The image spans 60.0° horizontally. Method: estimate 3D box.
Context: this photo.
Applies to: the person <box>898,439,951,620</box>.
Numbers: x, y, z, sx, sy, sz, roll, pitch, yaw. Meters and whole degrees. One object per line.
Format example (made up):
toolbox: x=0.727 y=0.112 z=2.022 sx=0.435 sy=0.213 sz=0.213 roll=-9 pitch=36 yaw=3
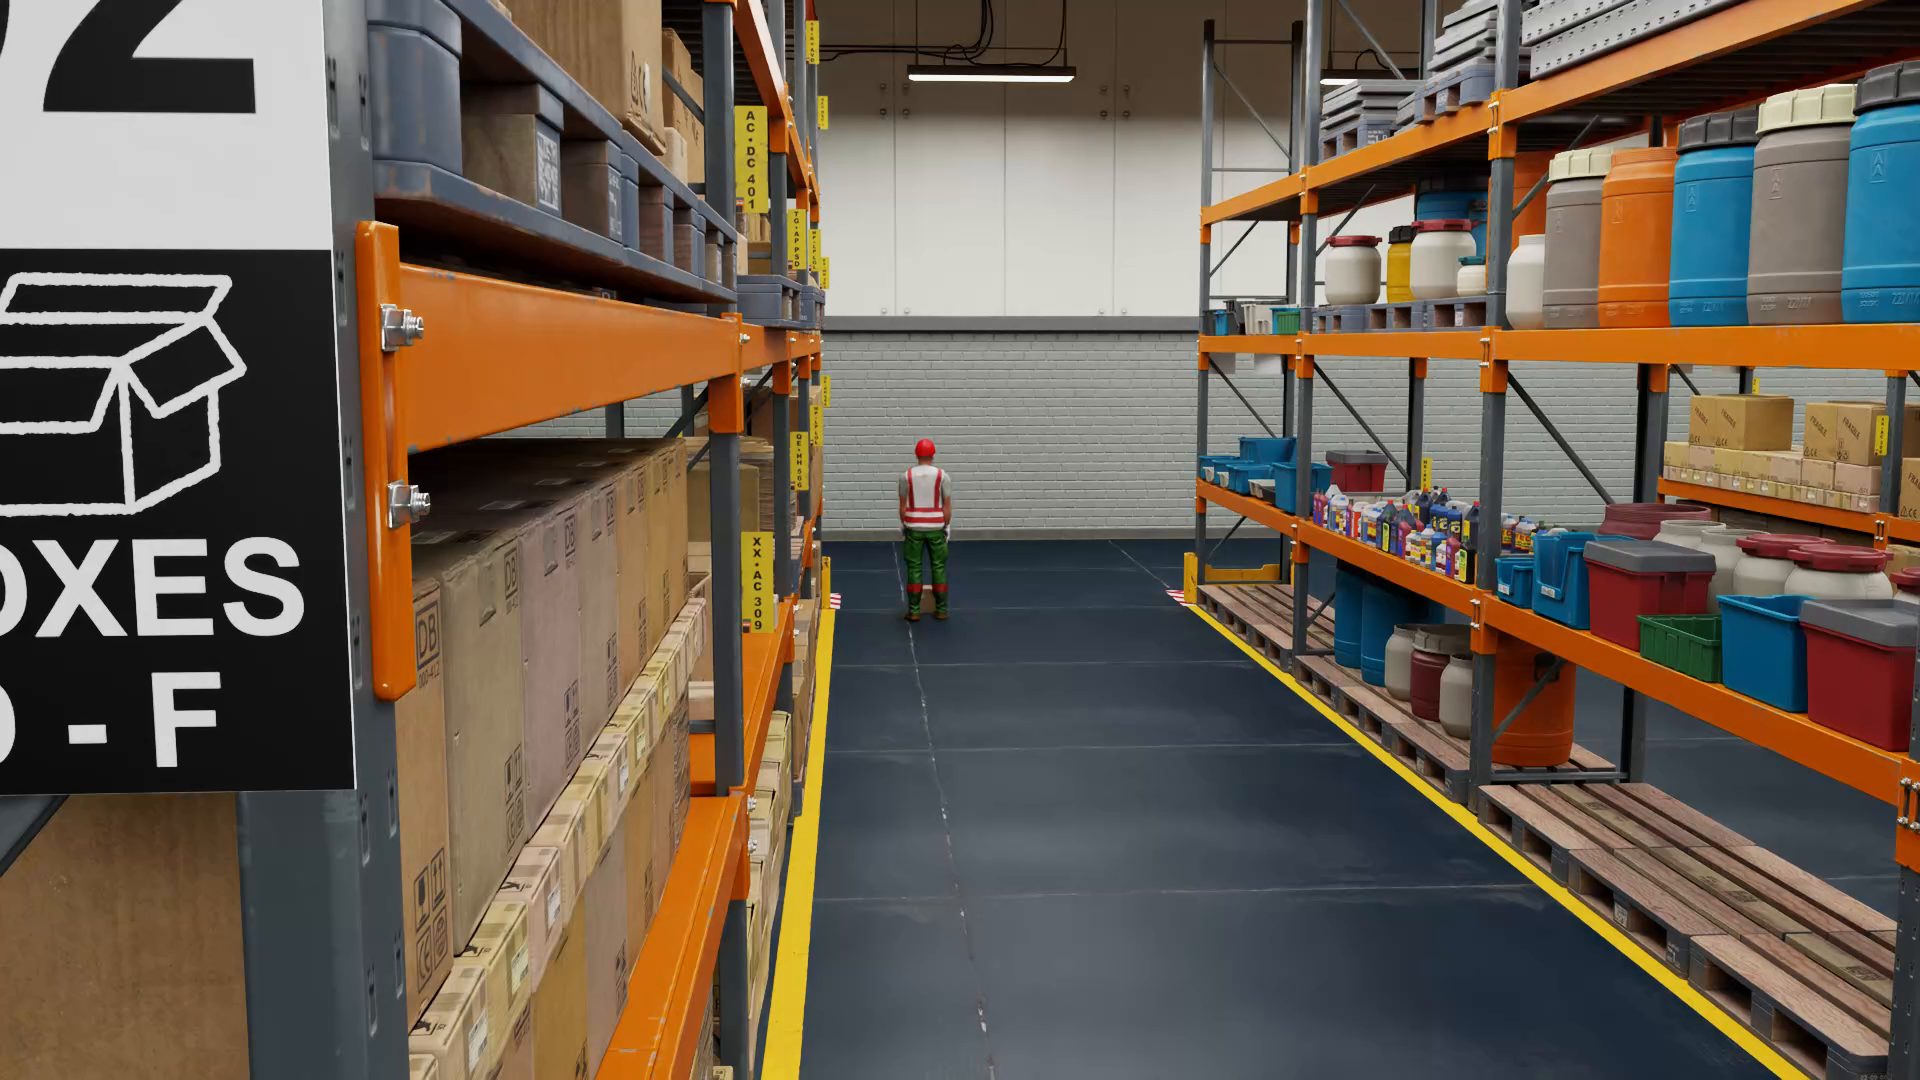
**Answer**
person: x=-0.349 y=-0.111 z=16.482 sx=0.522 sy=1.793 sz=0.374 roll=0 pitch=7 yaw=-3
